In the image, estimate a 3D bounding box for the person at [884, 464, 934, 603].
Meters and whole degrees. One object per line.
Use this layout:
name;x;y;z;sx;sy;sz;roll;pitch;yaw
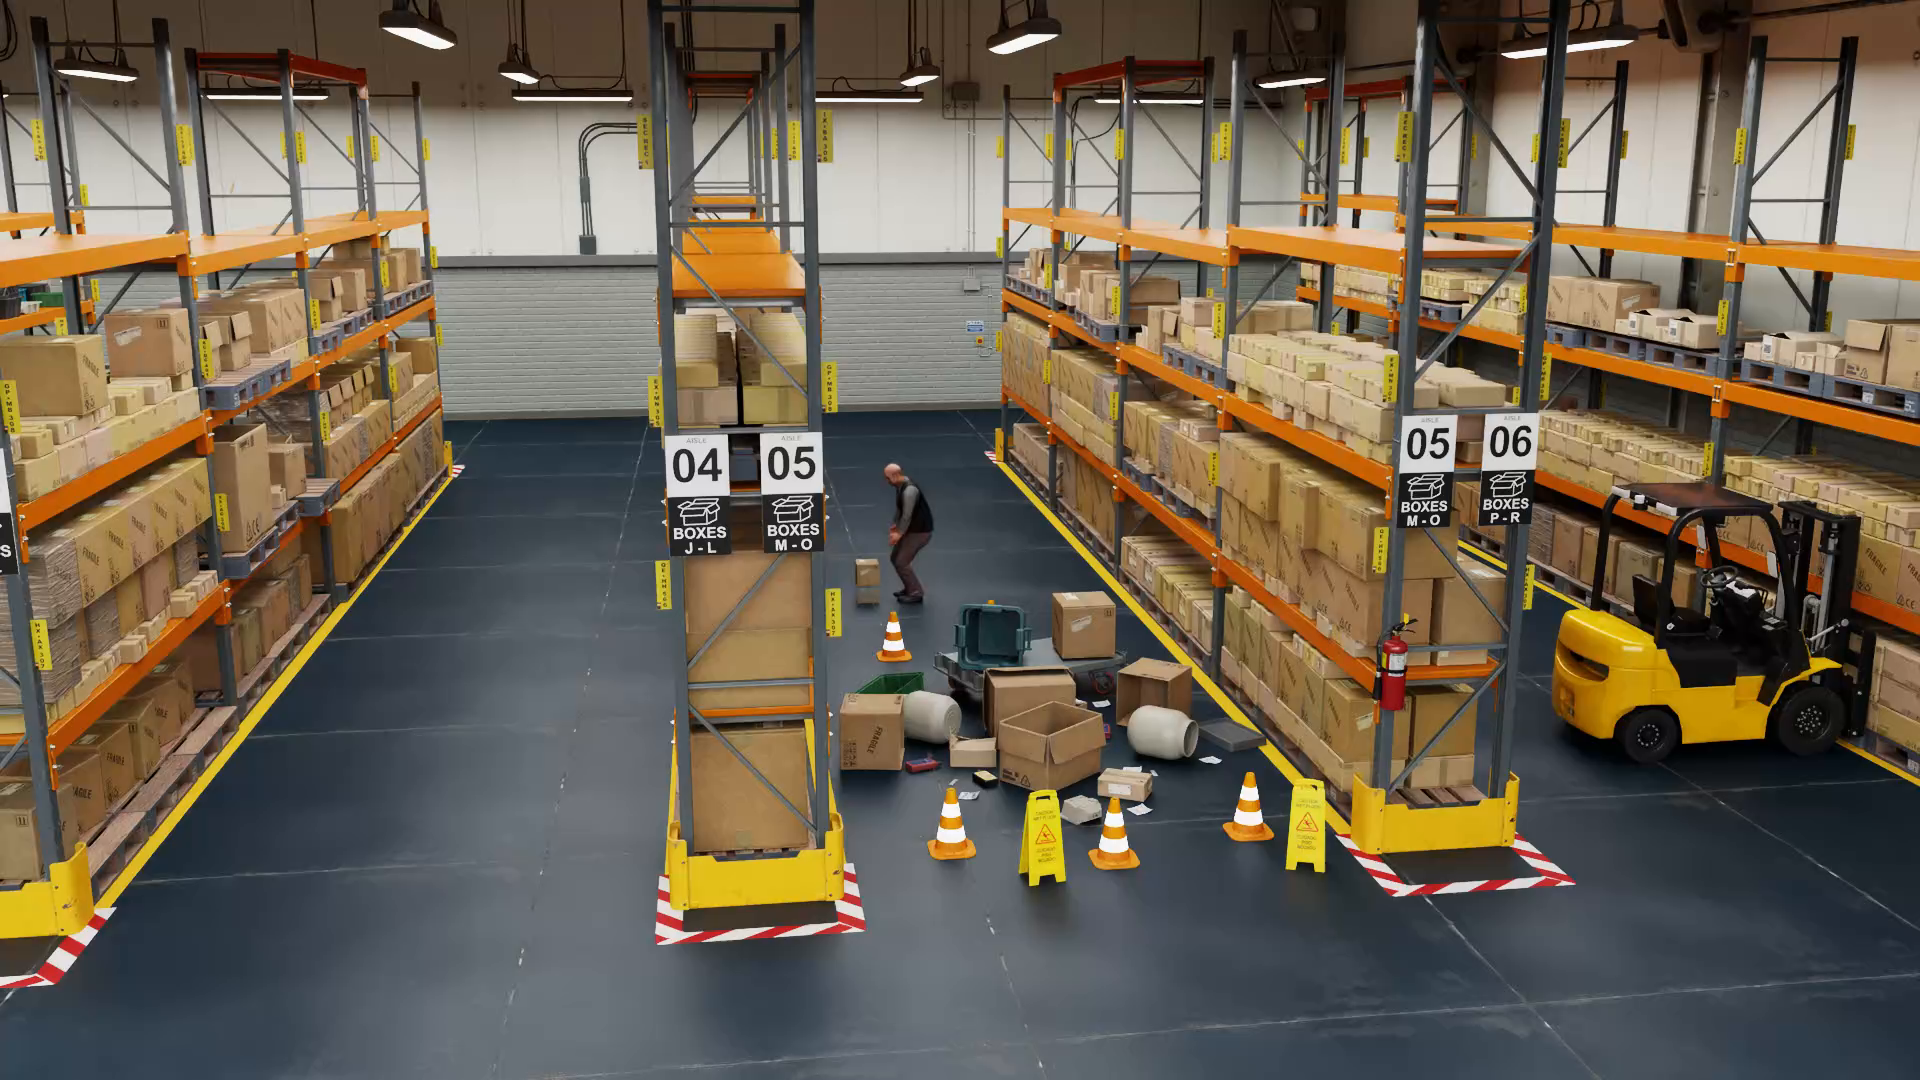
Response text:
person;-0.575;-0.085;18.751;0.555;1.577;0.581;-2;13;-7
